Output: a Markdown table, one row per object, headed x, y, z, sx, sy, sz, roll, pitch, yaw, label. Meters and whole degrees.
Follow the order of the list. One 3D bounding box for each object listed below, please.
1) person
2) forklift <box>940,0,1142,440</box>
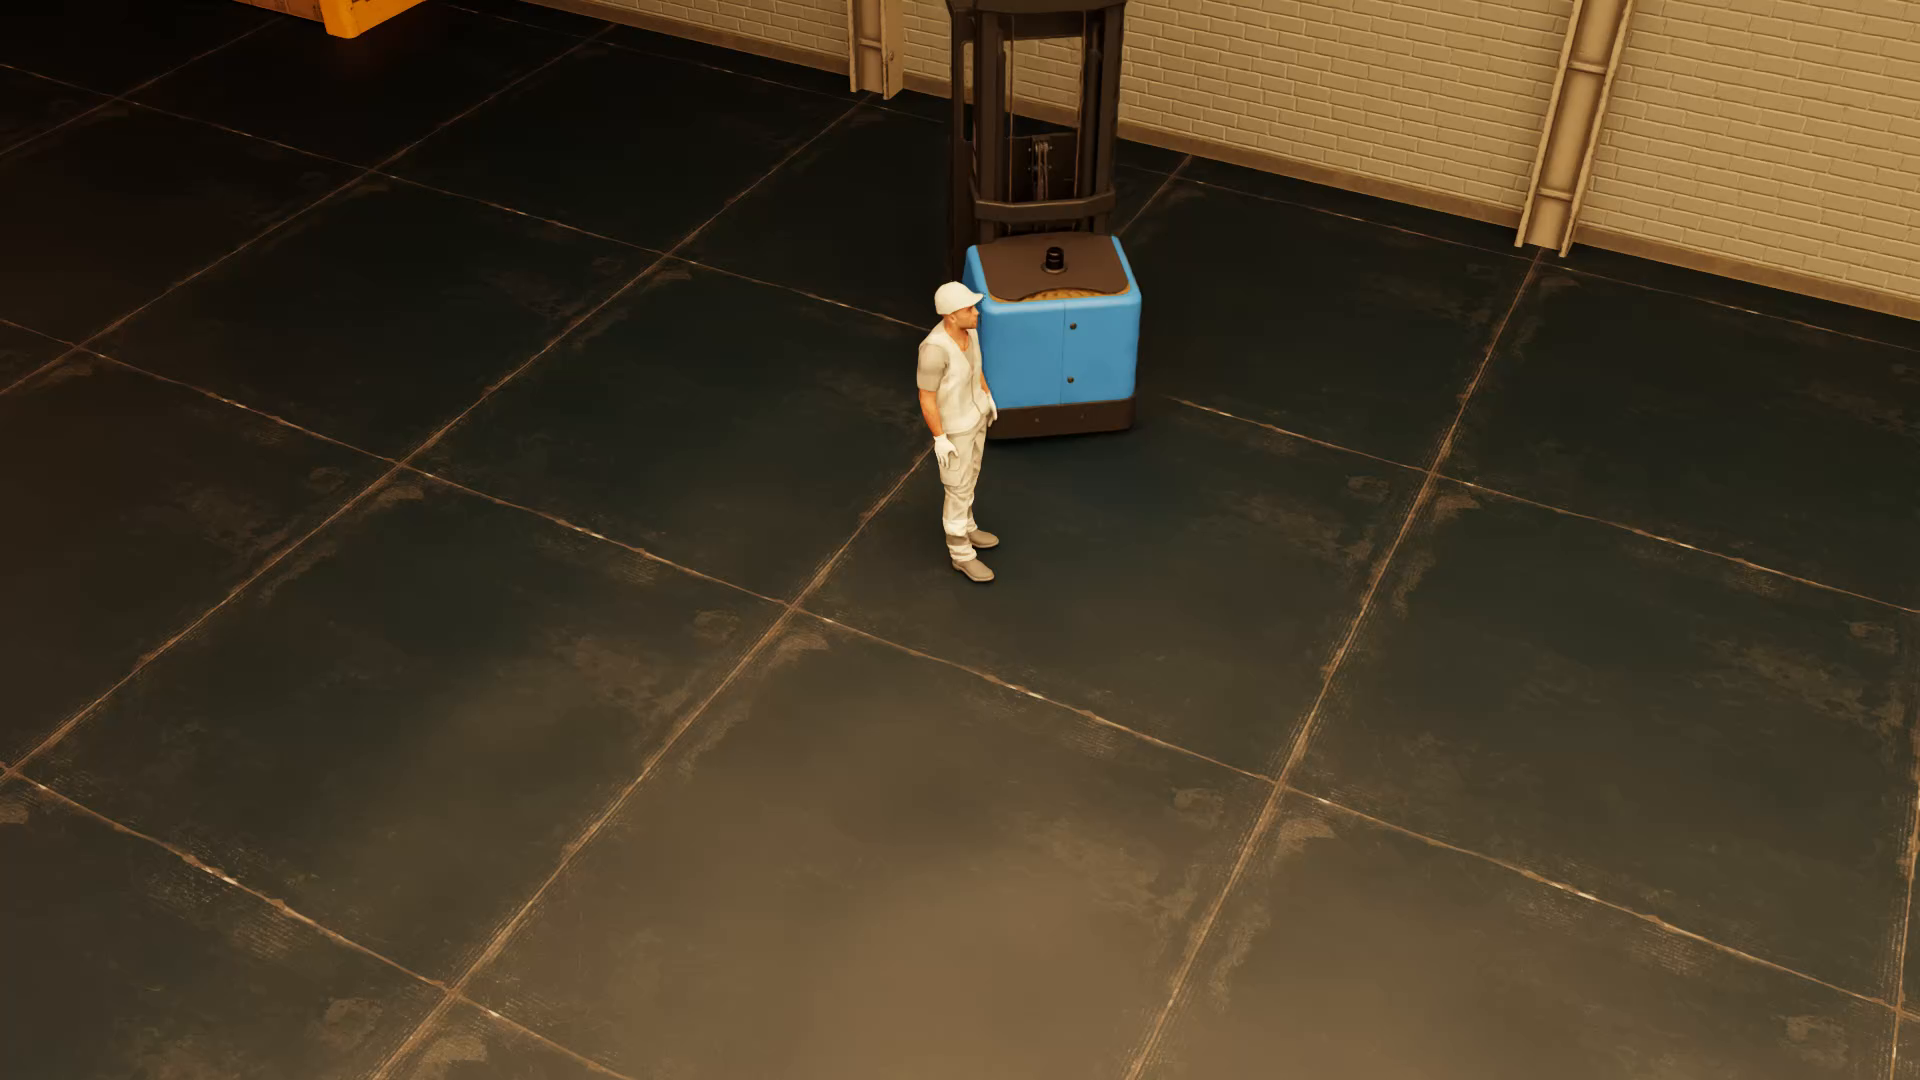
| x | y | z | sx | sy | sz | roll | pitch | yaw | label |
| --- | --- | --- | --- | --- | --- | --- | --- | --- | --- |
| 0.003 | -0.700 | 9.652 | 0.424 | 1.735 | 0.637 | 18 | 43 | 21 | person |
| 0.456 | -2.727 | 11.224 | 1.130 | 2.935 | 3.031 | -5 | 40 | -6 | forklift |
